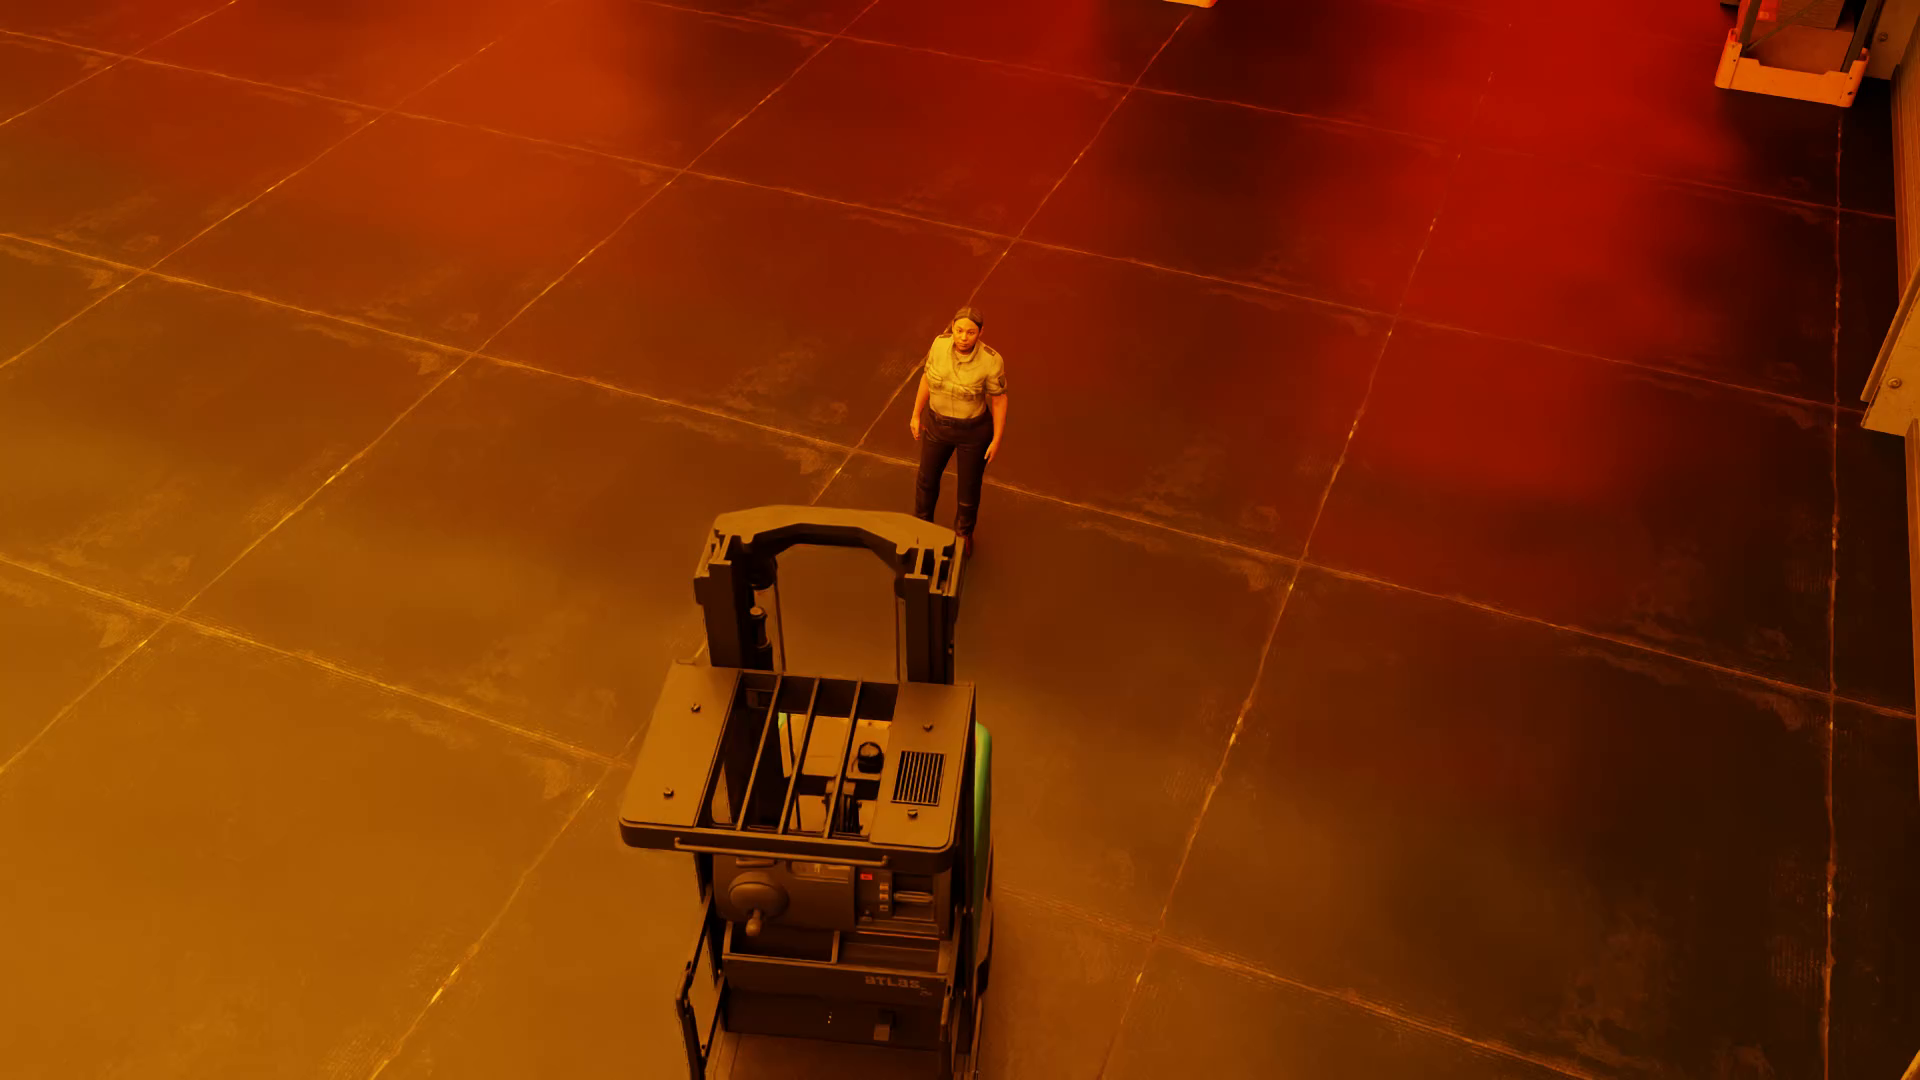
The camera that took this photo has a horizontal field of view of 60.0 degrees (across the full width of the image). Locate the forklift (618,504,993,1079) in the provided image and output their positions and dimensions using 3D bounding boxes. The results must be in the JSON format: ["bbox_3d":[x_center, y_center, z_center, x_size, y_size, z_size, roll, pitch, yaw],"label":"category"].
[{"bbox_3d":[-0.517,1.441,6.285,1.130,2.935,3.031,4,40,5],"label":"forklift"}]

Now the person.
[{"bbox_3d":[-0.055,-0.587,9.702,0.598,1.640,0.503,15,42,17],"label":"person"}]
